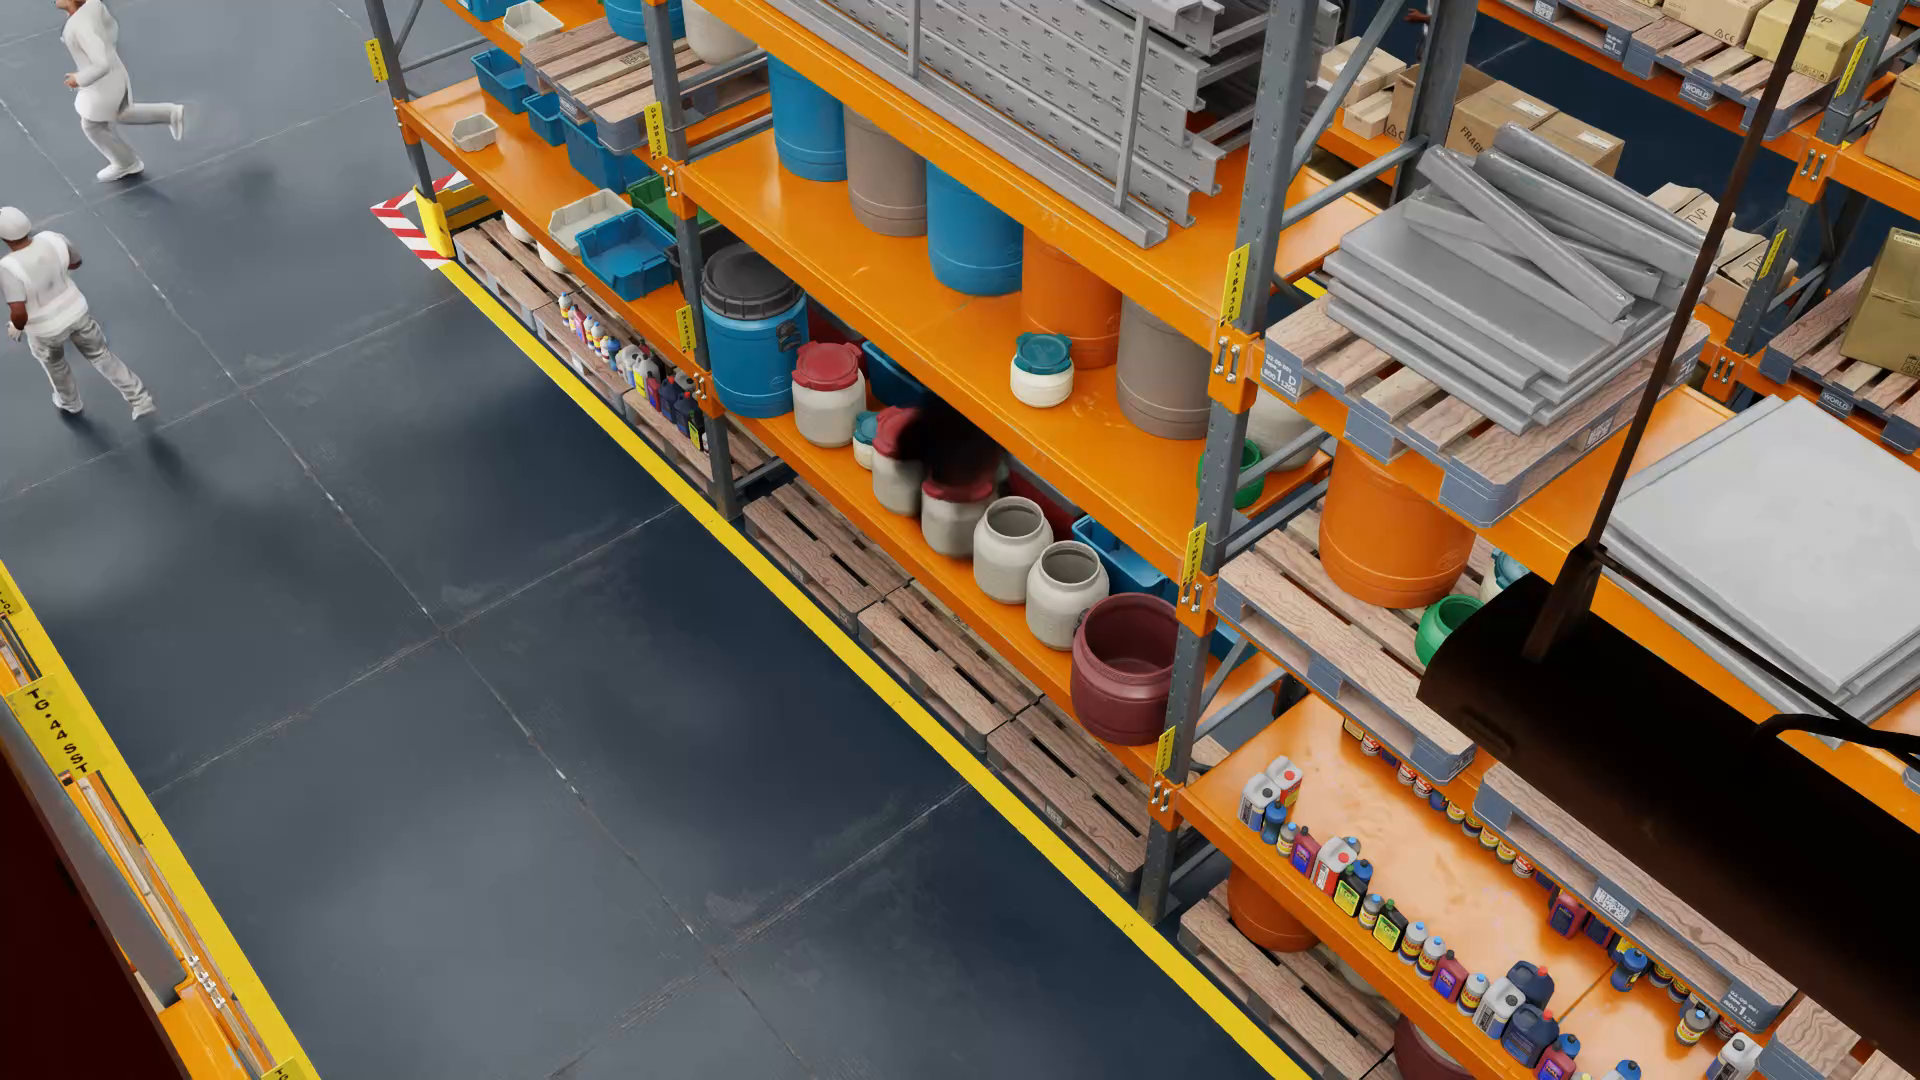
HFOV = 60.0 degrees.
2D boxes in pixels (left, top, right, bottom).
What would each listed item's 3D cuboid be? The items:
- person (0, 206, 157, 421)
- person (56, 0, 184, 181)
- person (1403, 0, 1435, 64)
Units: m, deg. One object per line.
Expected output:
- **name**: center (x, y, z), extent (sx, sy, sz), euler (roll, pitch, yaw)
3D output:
- **person**: center (-6.040, -1.481, 11.120), extent (0.982, 1.771, 0.689), euler (24, 51, 21)
- **person**: center (-6.814, -3.667, 13.290), extent (0.740, 1.731, 0.700), euler (-6, 47, -6)
- **person**: center (4.075, -4.227, 13.813), extent (0.815, 1.749, 0.700), euler (36, 56, 29)
